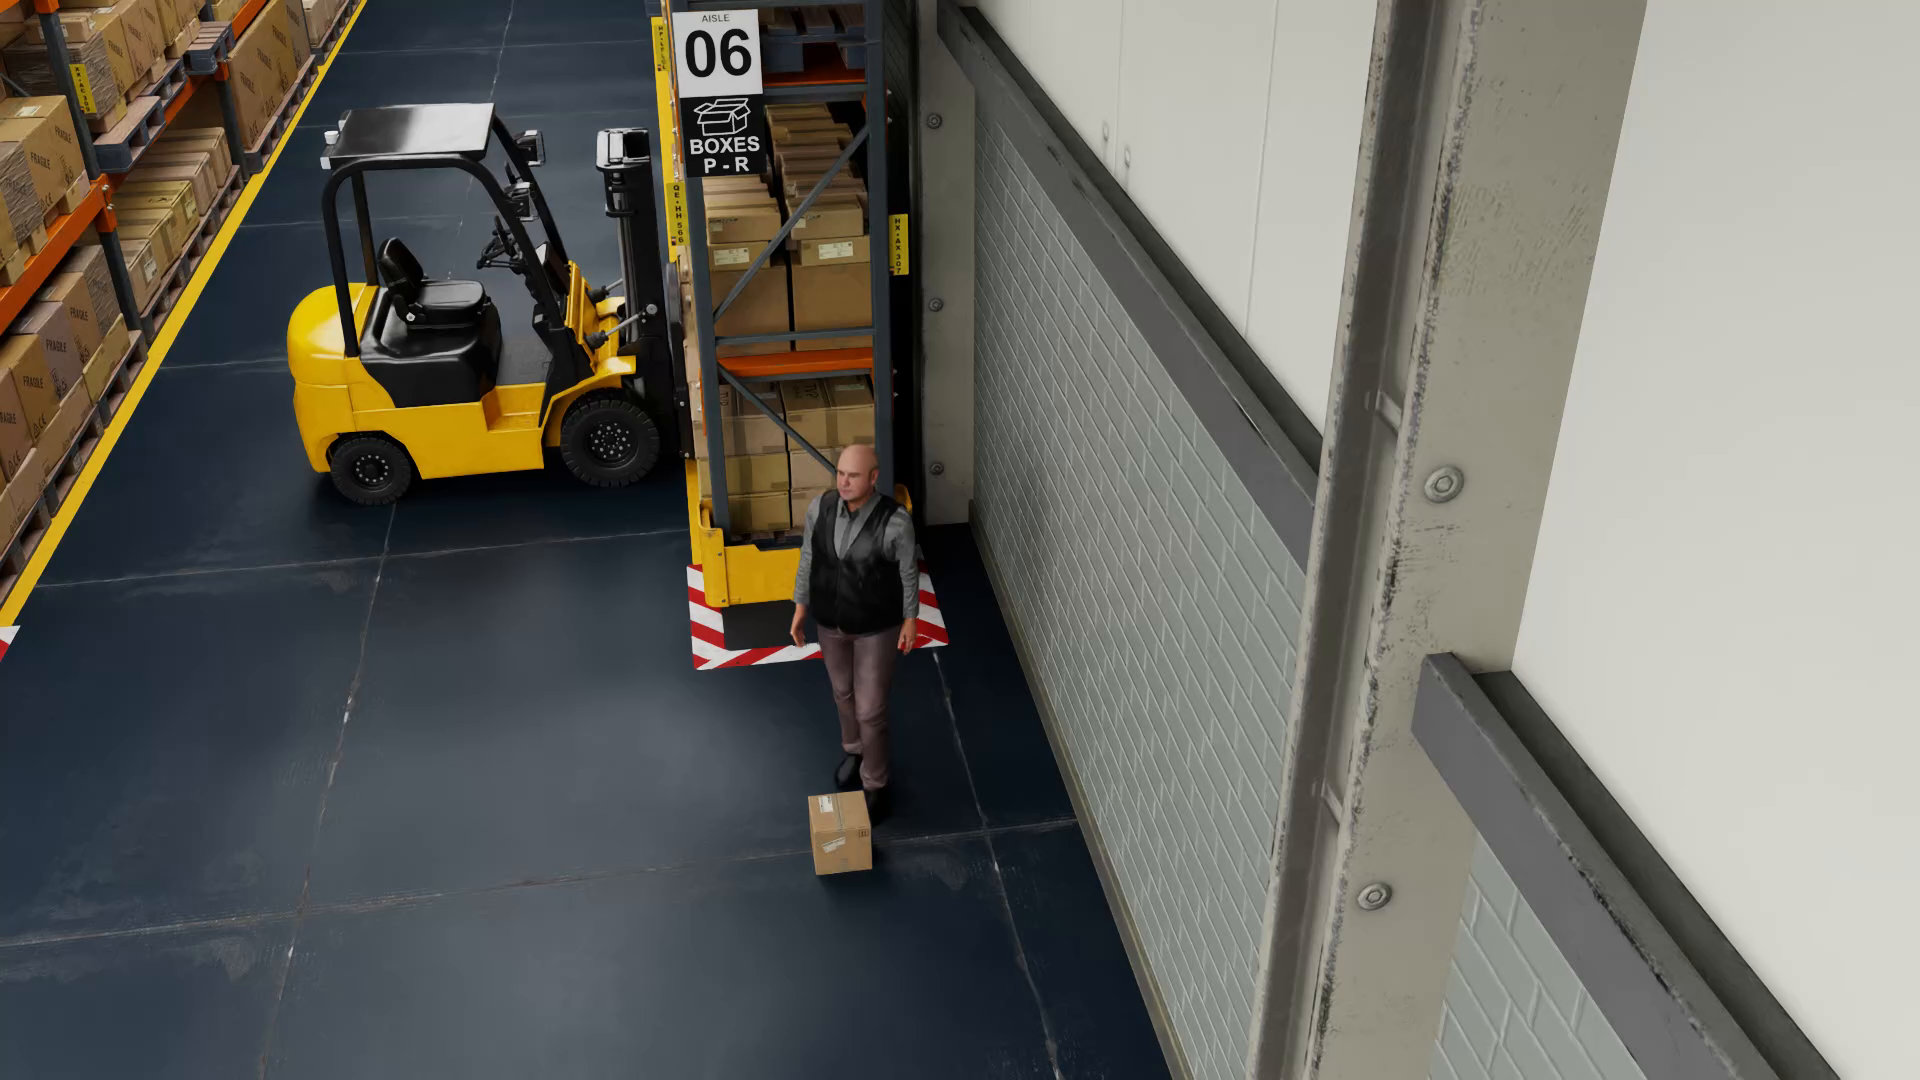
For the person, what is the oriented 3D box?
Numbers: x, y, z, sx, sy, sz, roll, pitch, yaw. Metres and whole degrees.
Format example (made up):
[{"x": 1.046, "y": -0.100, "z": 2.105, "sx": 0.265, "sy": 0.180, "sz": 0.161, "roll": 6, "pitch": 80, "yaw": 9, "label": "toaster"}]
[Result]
[{"x": -0.509, "y": 0.419, "z": 7.476, "sx": 0.557, "sy": 1.763, "sz": 0.540, "roll": 13, "pitch": 33, "yaw": 22, "label": "person"}]
